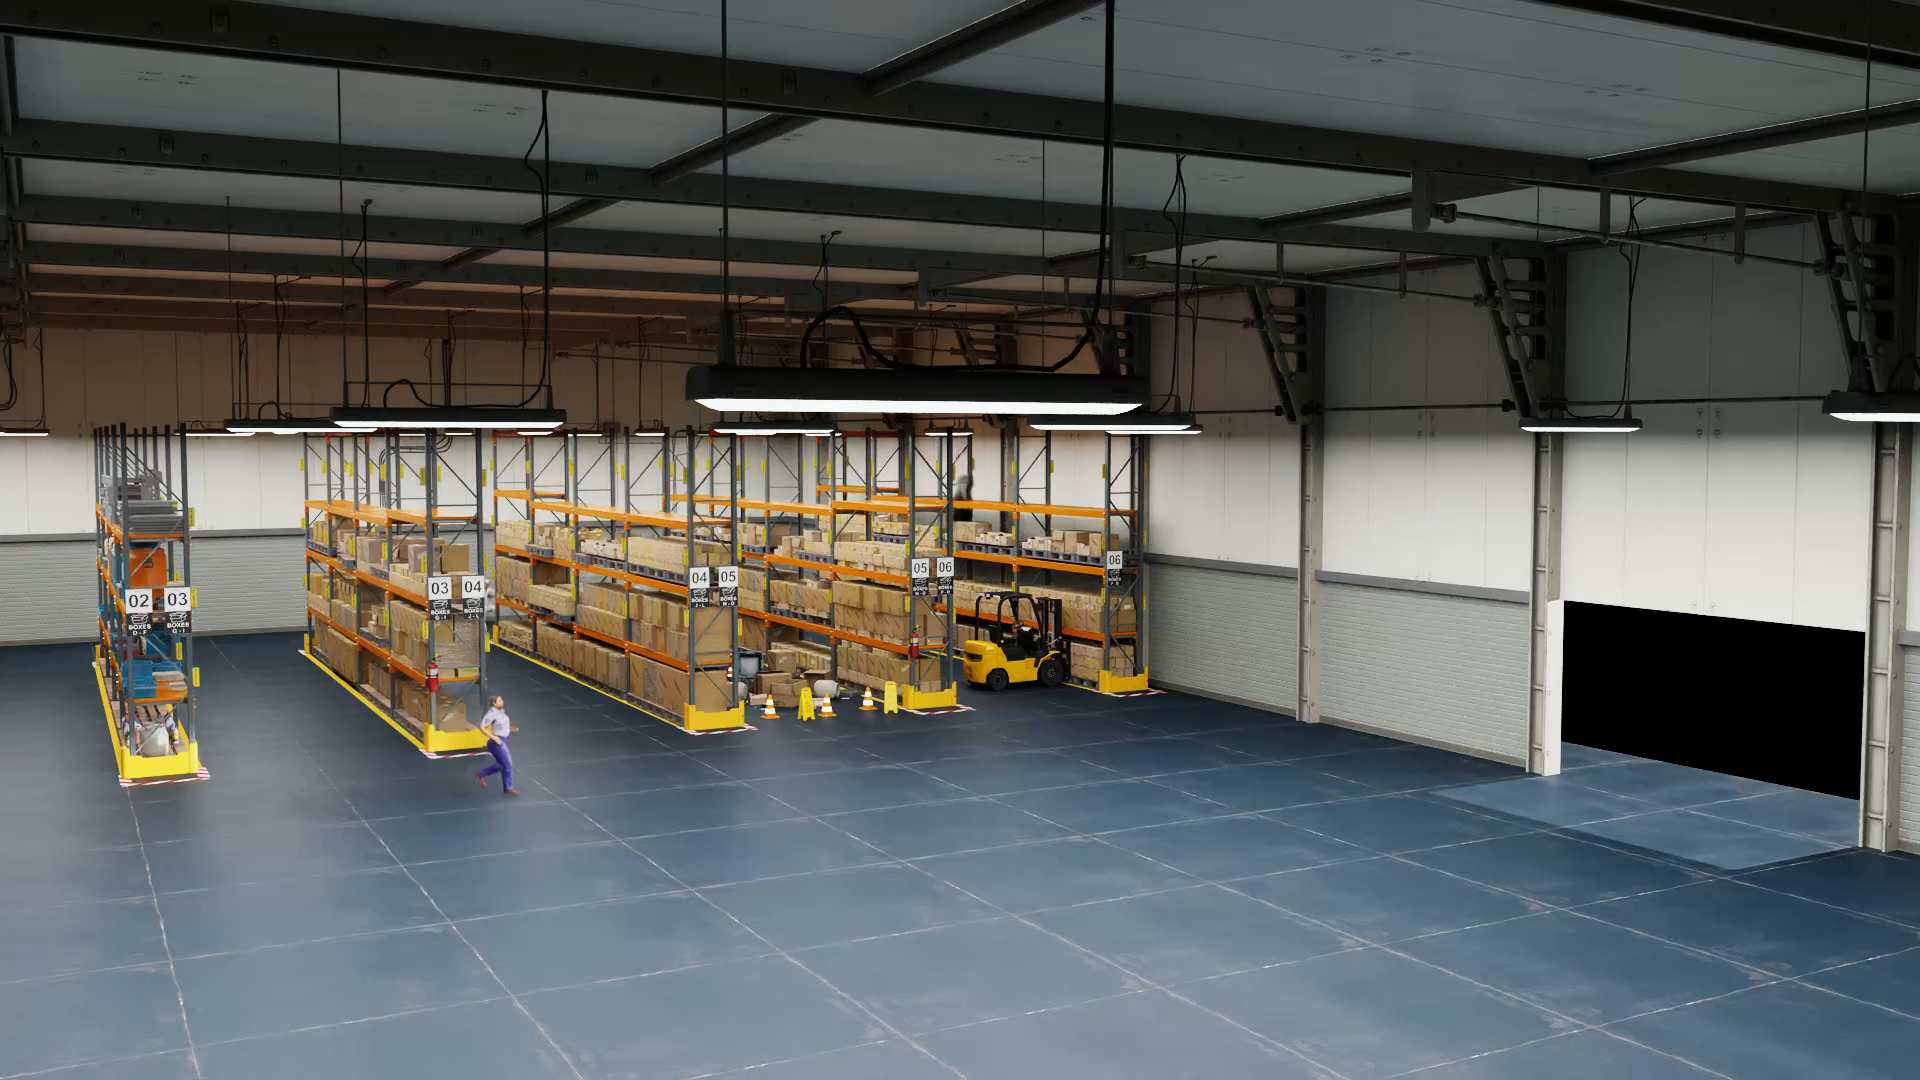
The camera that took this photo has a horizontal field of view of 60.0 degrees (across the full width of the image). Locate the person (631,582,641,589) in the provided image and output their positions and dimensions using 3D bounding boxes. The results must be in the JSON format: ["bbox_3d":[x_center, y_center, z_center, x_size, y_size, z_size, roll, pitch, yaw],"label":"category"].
[{"bbox_3d":[-9.836,1.886,50.172,0.530,1.612,0.660,-1,4,-22],"label":"person"}]

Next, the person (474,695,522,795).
[{"bbox_3d":[-7.452,3.297,26.771,0.804,1.602,0.620,0,3,3],"label":"person"}]

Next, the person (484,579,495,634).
[{"bbox_3d":[-13.581,1.978,47.446,0.720,1.752,0.638,3,4,37],"label":"person"}]
